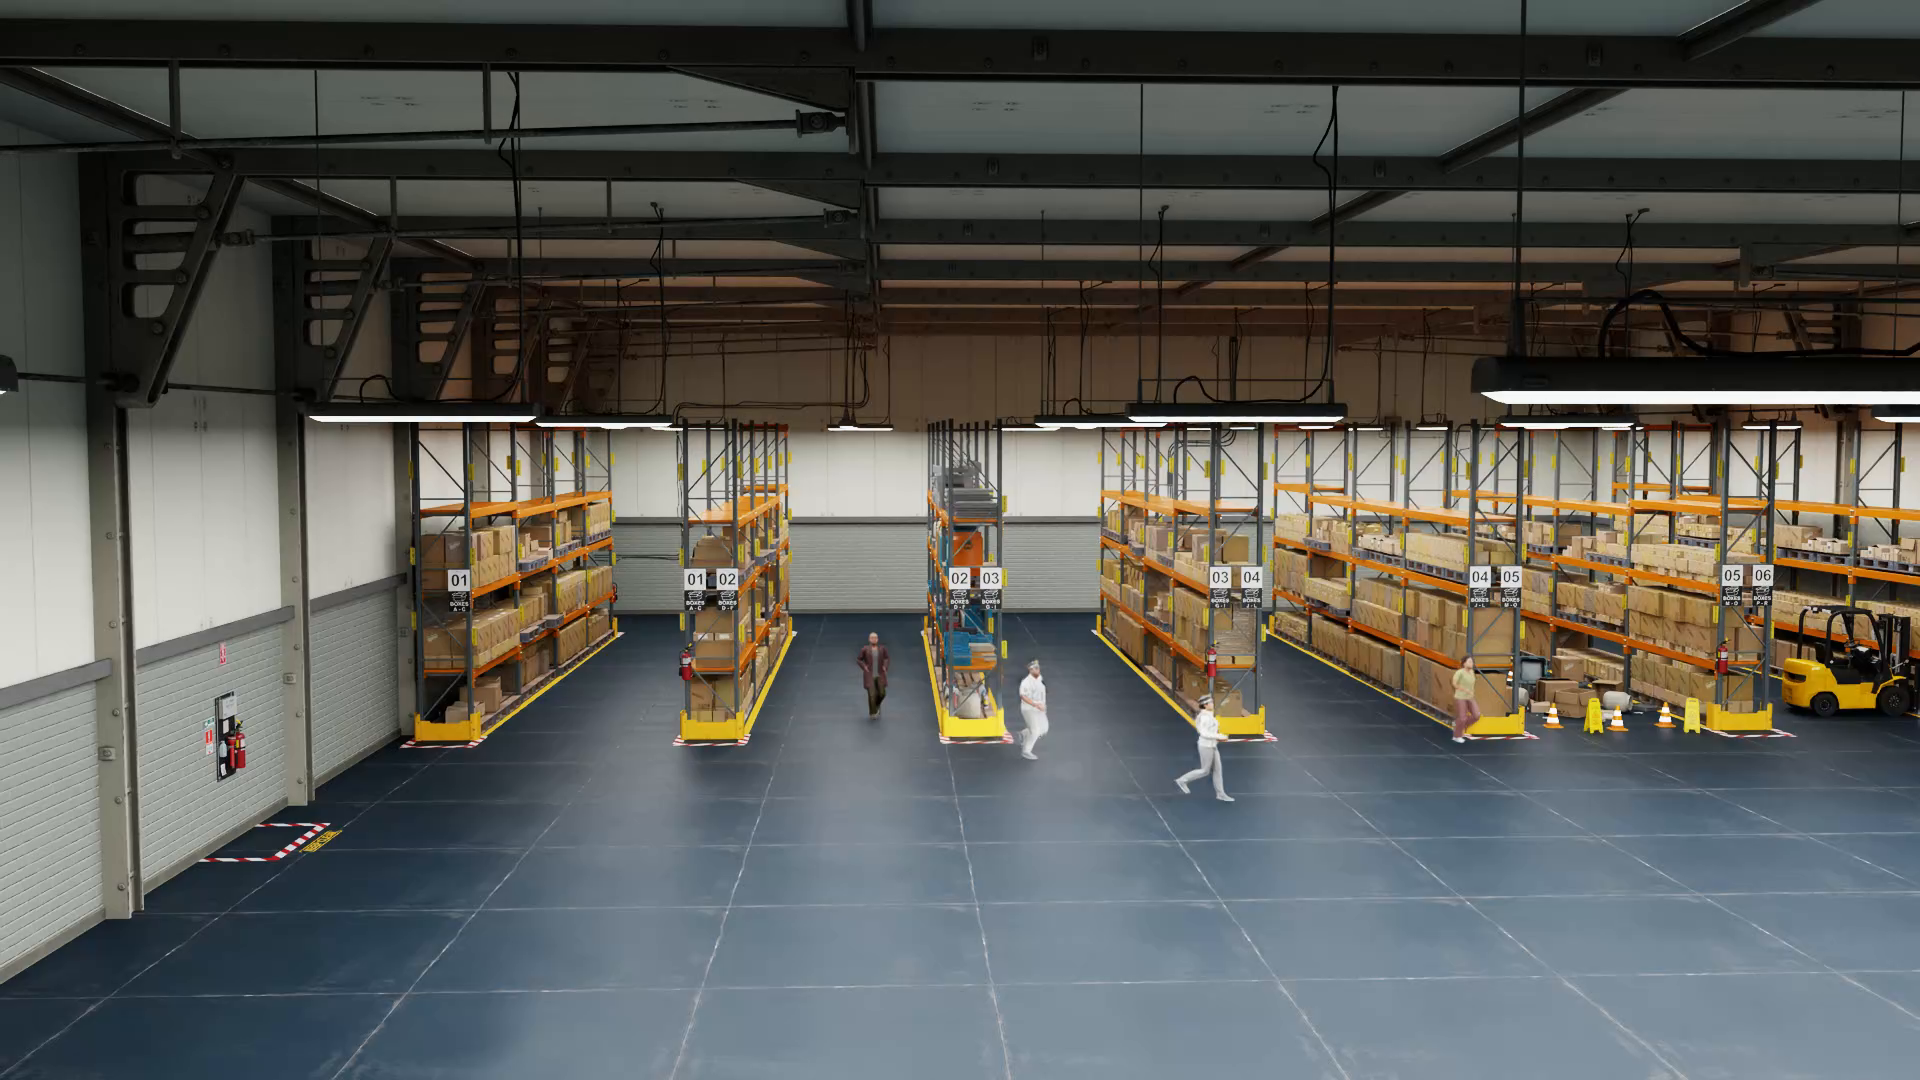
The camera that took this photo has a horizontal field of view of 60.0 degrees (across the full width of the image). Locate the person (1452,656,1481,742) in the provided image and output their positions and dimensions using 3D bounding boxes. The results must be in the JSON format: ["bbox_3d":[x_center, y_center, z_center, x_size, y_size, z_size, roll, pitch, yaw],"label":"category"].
[{"bbox_3d":[9.380,2.944,30.794,0.596,1.627,0.558,-2,4,-28],"label":"person"}]

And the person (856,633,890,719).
[{"bbox_3d":[-1.716,2.730,33.308,0.705,1.710,0.660,-1,4,-13],"label":"person"}]

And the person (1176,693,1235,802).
[{"bbox_3d":[3.823,3.218,25.835,0.901,1.693,0.616,1,4,16],"label":"person"}]

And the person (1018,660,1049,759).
[{"bbox_3d":[1.303,2.981,29.375,0.652,1.753,0.686,3,5,37],"label":"person"}]
